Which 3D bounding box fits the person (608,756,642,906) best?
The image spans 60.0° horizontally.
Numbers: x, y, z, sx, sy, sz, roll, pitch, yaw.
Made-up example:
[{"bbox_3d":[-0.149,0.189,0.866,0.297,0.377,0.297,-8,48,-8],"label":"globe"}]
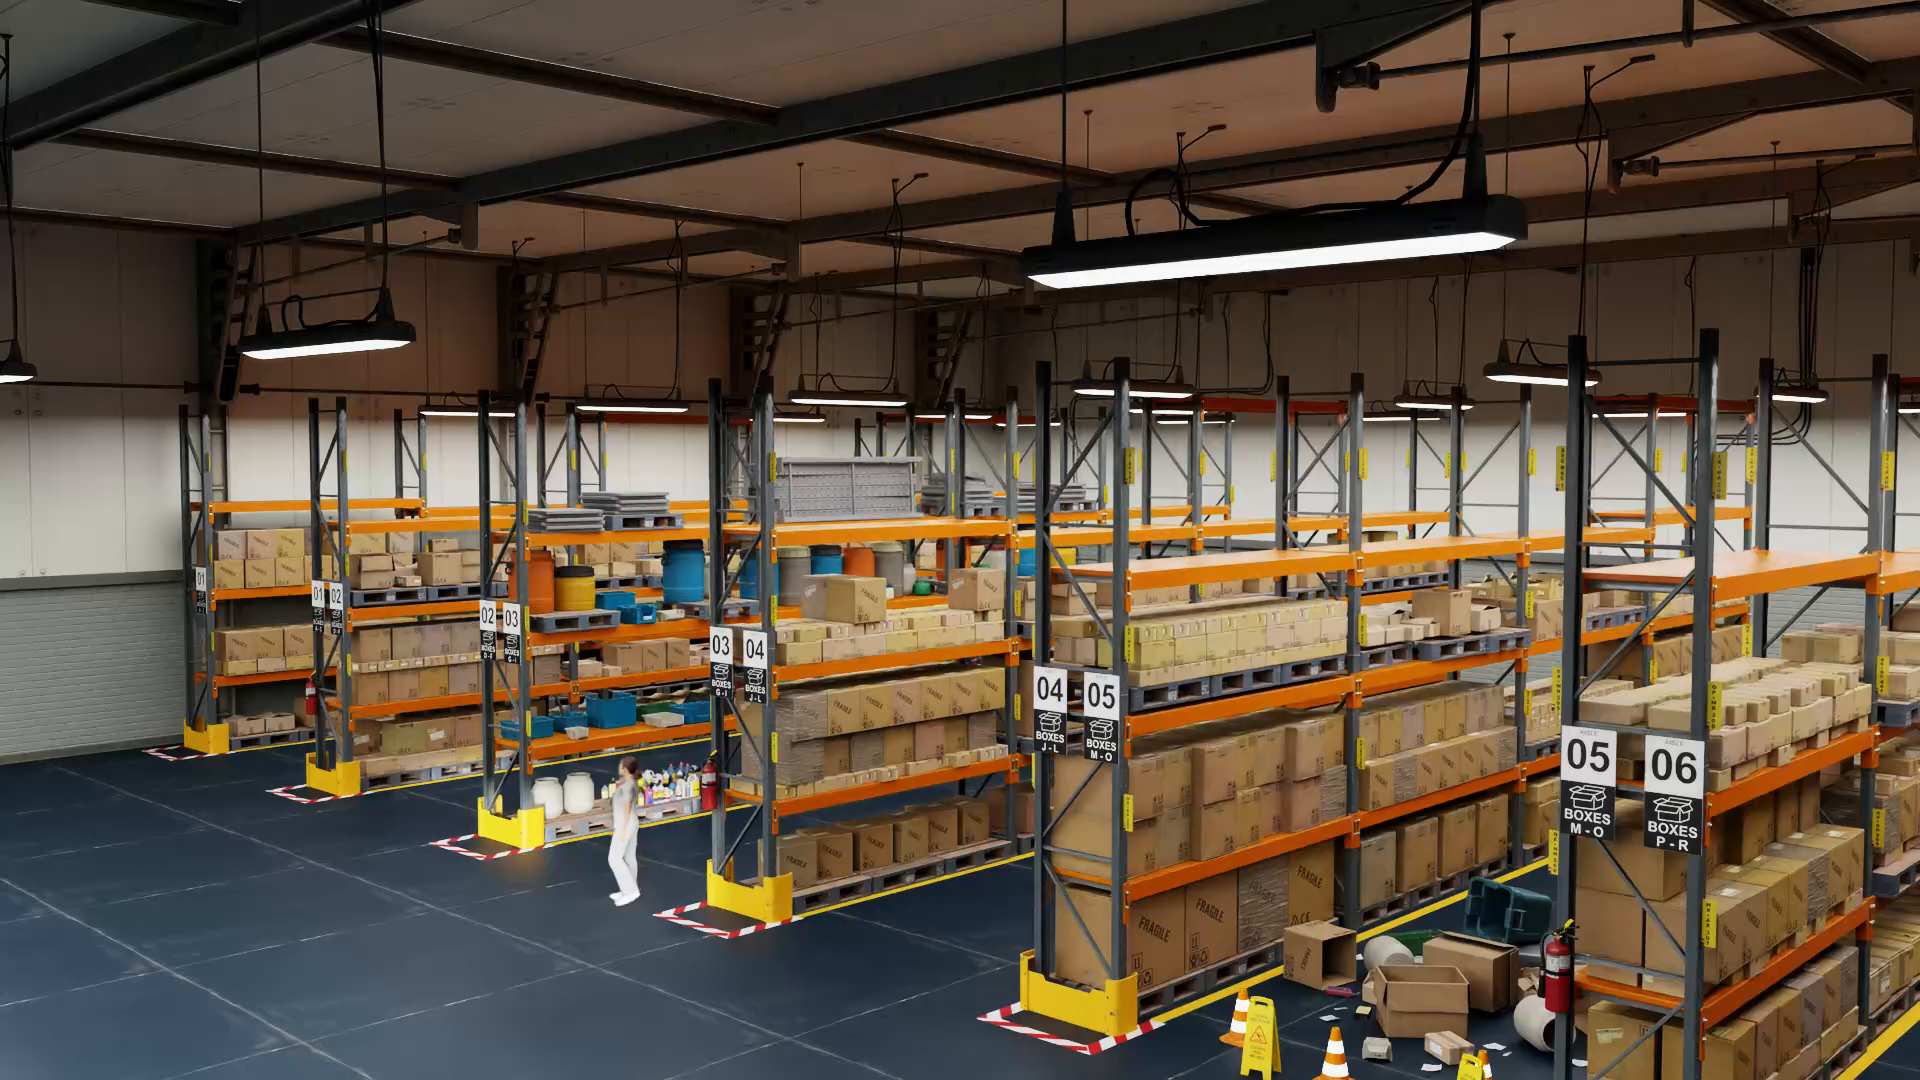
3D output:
[{"bbox_3d":[-3.843,3.319,19.097,0.386,1.684,0.477,0,3,0],"label":"person"}]
